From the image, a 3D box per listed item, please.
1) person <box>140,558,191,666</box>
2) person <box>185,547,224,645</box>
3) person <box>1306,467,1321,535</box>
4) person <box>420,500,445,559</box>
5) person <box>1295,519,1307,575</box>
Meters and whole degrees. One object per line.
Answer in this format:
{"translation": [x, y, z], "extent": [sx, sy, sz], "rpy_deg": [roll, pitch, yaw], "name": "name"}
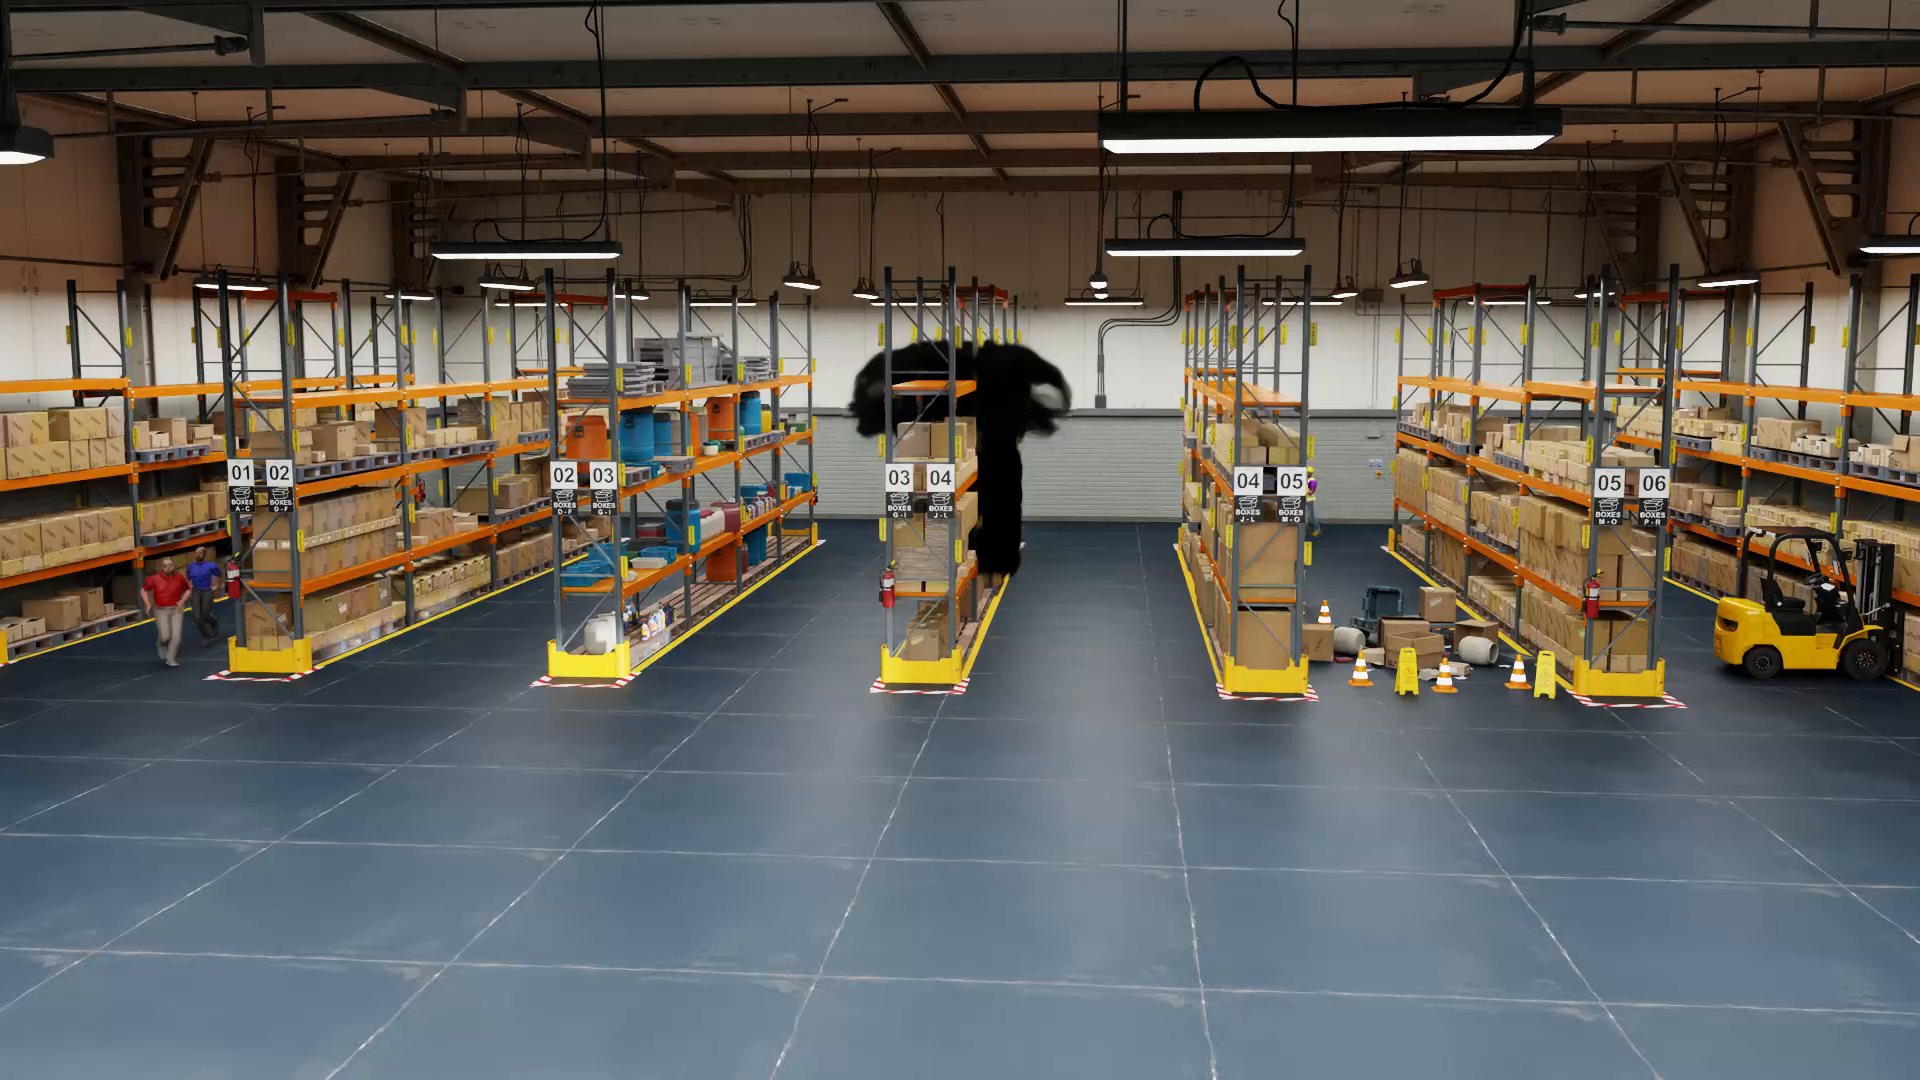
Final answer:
{"translation": [-12.135, 1.100, 25.468], "extent": [0.685, 1.668, 0.631], "rpy_deg": [-5, 9, -37], "name": "person"}
{"translation": [-12.355, 0.919, 27.130], "extent": [0.569, 1.617, 0.554], "rpy_deg": [-1, 7, -4], "name": "person"}
{"translation": [8.712, -0.934, 41.731], "extent": [0.751, 1.821, 0.670], "rpy_deg": [-3, 7, -21], "name": "person"}
{"translation": [-10.990, -0.030, 34.897], "extent": [0.705, 1.720, 1.030], "rpy_deg": [1, 7, 7], "name": "person"}
{"translation": [6.615, -0.073, 33.040], "extent": [0.522, 1.565, 0.485], "rpy_deg": [-1, 7, -5], "name": "person"}
